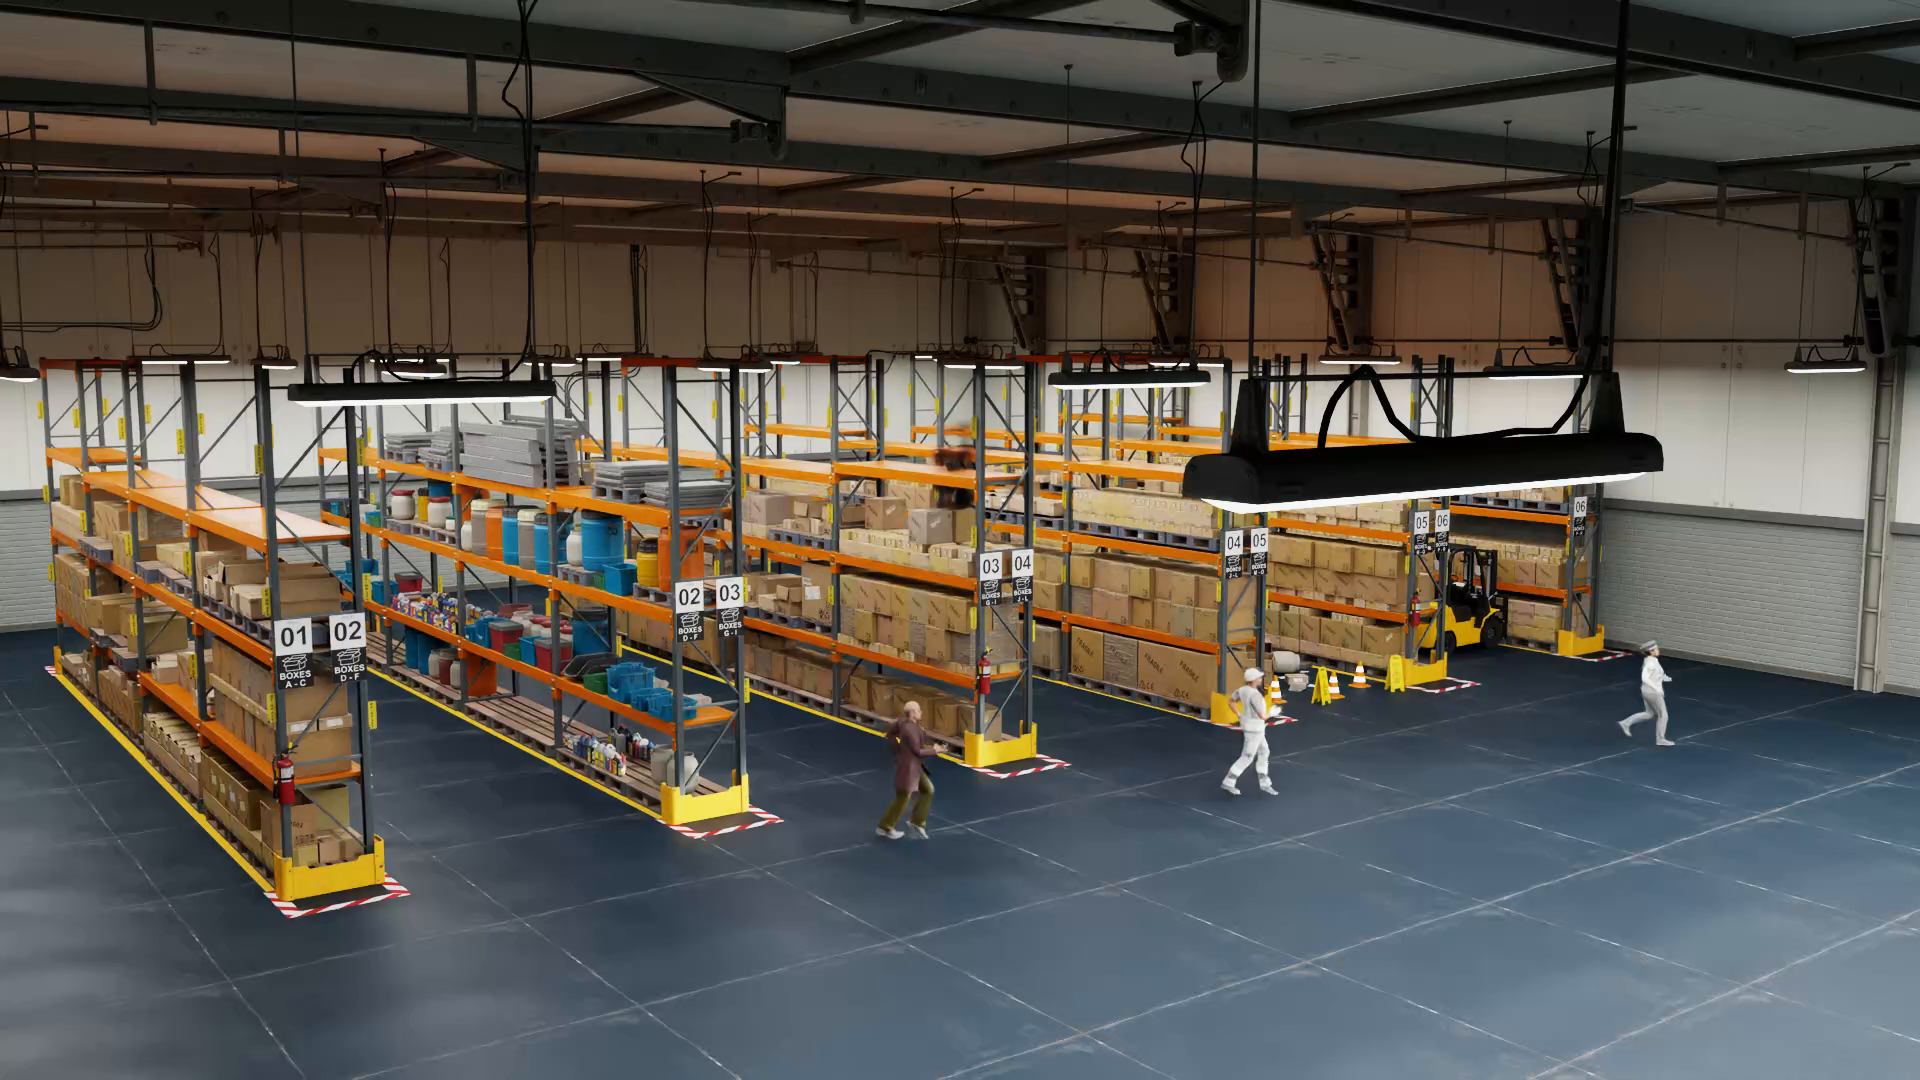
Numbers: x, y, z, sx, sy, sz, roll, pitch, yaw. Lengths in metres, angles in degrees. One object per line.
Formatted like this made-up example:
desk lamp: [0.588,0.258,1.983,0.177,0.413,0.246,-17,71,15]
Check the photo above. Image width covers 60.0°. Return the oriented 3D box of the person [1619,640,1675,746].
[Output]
person: [10.793,2.382,26.014,0.804,1.665,0.626,2,7,13]

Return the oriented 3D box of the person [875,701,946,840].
person: [-0.628,2.939,21.025,0.907,1.835,0.667,0,7,-3]

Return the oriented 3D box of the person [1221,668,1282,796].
person: [4.031,2.670,23.001,0.862,1.835,0.653,0,7,-4]
